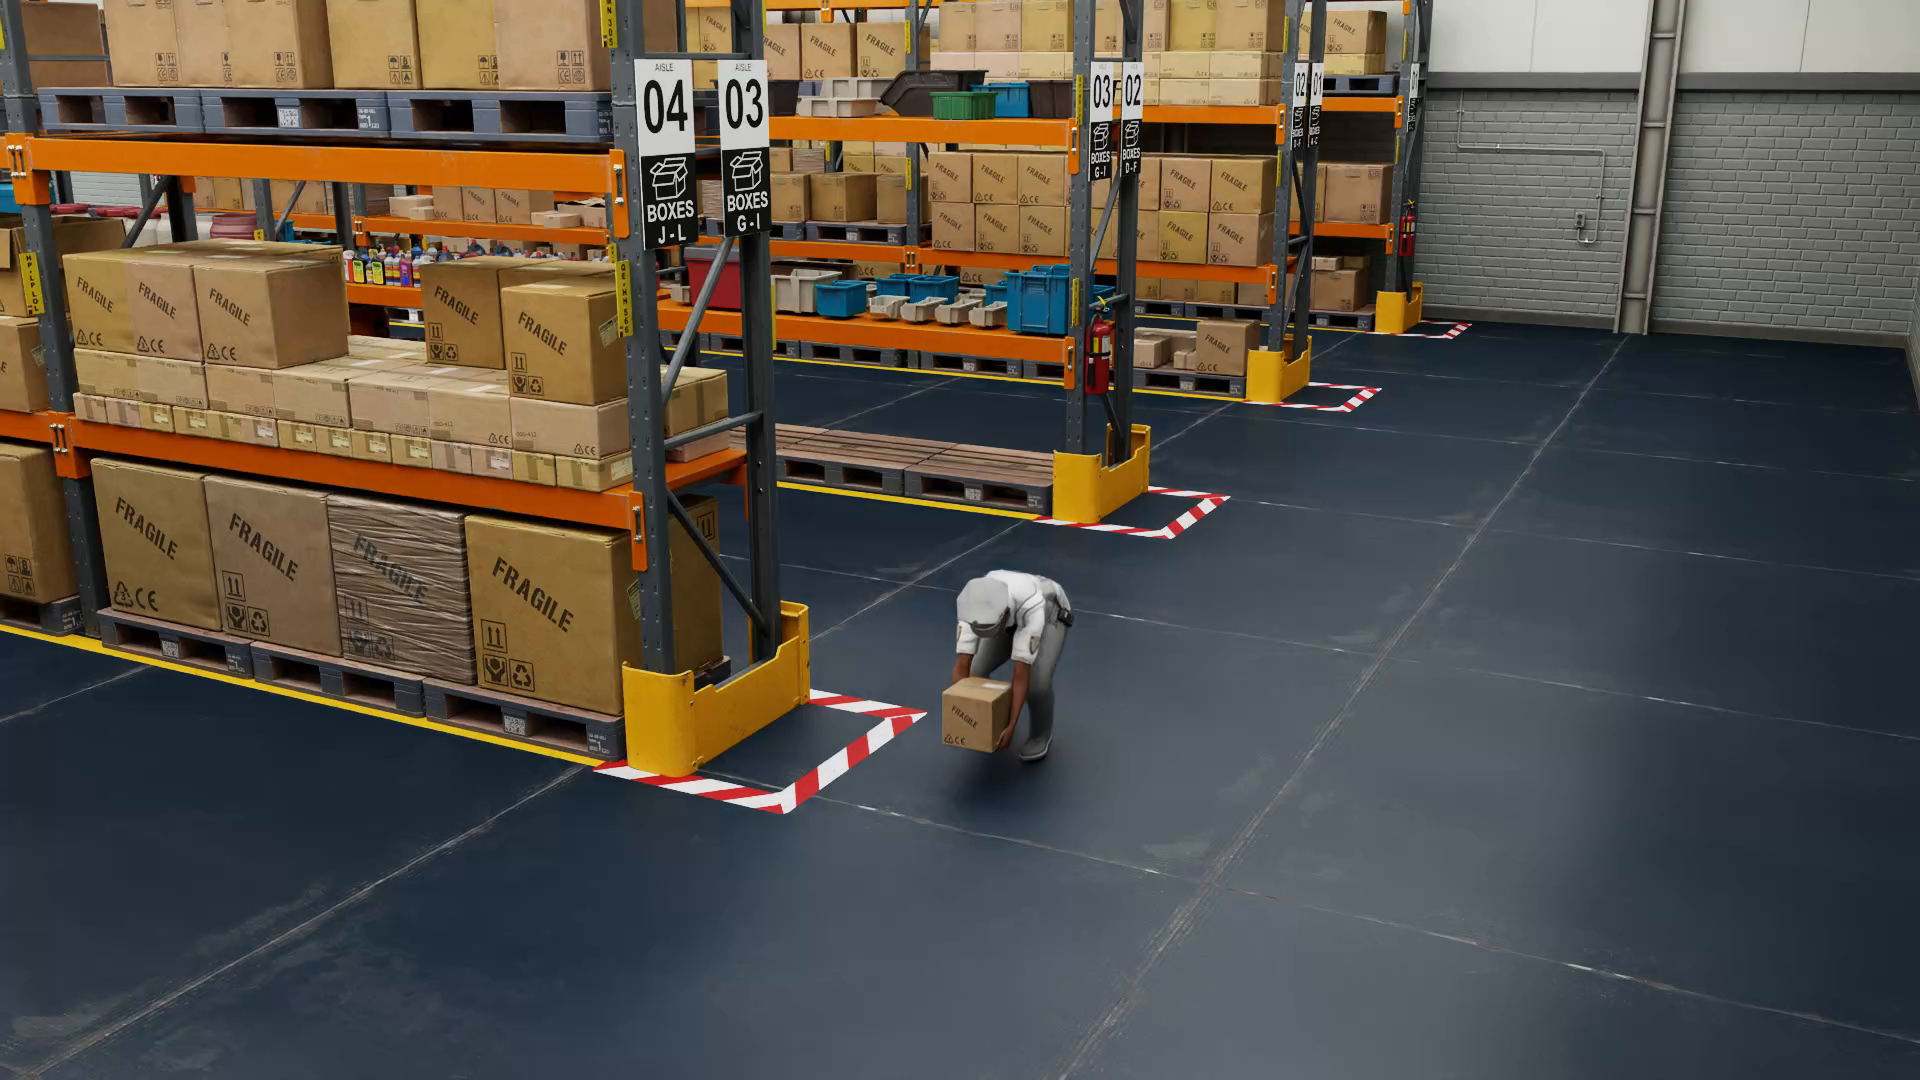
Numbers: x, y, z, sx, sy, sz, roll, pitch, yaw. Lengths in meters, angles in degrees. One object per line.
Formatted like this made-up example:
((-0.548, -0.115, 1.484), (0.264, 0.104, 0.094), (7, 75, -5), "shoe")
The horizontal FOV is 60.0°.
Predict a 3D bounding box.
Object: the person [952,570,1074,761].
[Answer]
((0.221, 0.563, 7.813), (0.457, 0.979, 0.916), (7, 17, 23), "person")
